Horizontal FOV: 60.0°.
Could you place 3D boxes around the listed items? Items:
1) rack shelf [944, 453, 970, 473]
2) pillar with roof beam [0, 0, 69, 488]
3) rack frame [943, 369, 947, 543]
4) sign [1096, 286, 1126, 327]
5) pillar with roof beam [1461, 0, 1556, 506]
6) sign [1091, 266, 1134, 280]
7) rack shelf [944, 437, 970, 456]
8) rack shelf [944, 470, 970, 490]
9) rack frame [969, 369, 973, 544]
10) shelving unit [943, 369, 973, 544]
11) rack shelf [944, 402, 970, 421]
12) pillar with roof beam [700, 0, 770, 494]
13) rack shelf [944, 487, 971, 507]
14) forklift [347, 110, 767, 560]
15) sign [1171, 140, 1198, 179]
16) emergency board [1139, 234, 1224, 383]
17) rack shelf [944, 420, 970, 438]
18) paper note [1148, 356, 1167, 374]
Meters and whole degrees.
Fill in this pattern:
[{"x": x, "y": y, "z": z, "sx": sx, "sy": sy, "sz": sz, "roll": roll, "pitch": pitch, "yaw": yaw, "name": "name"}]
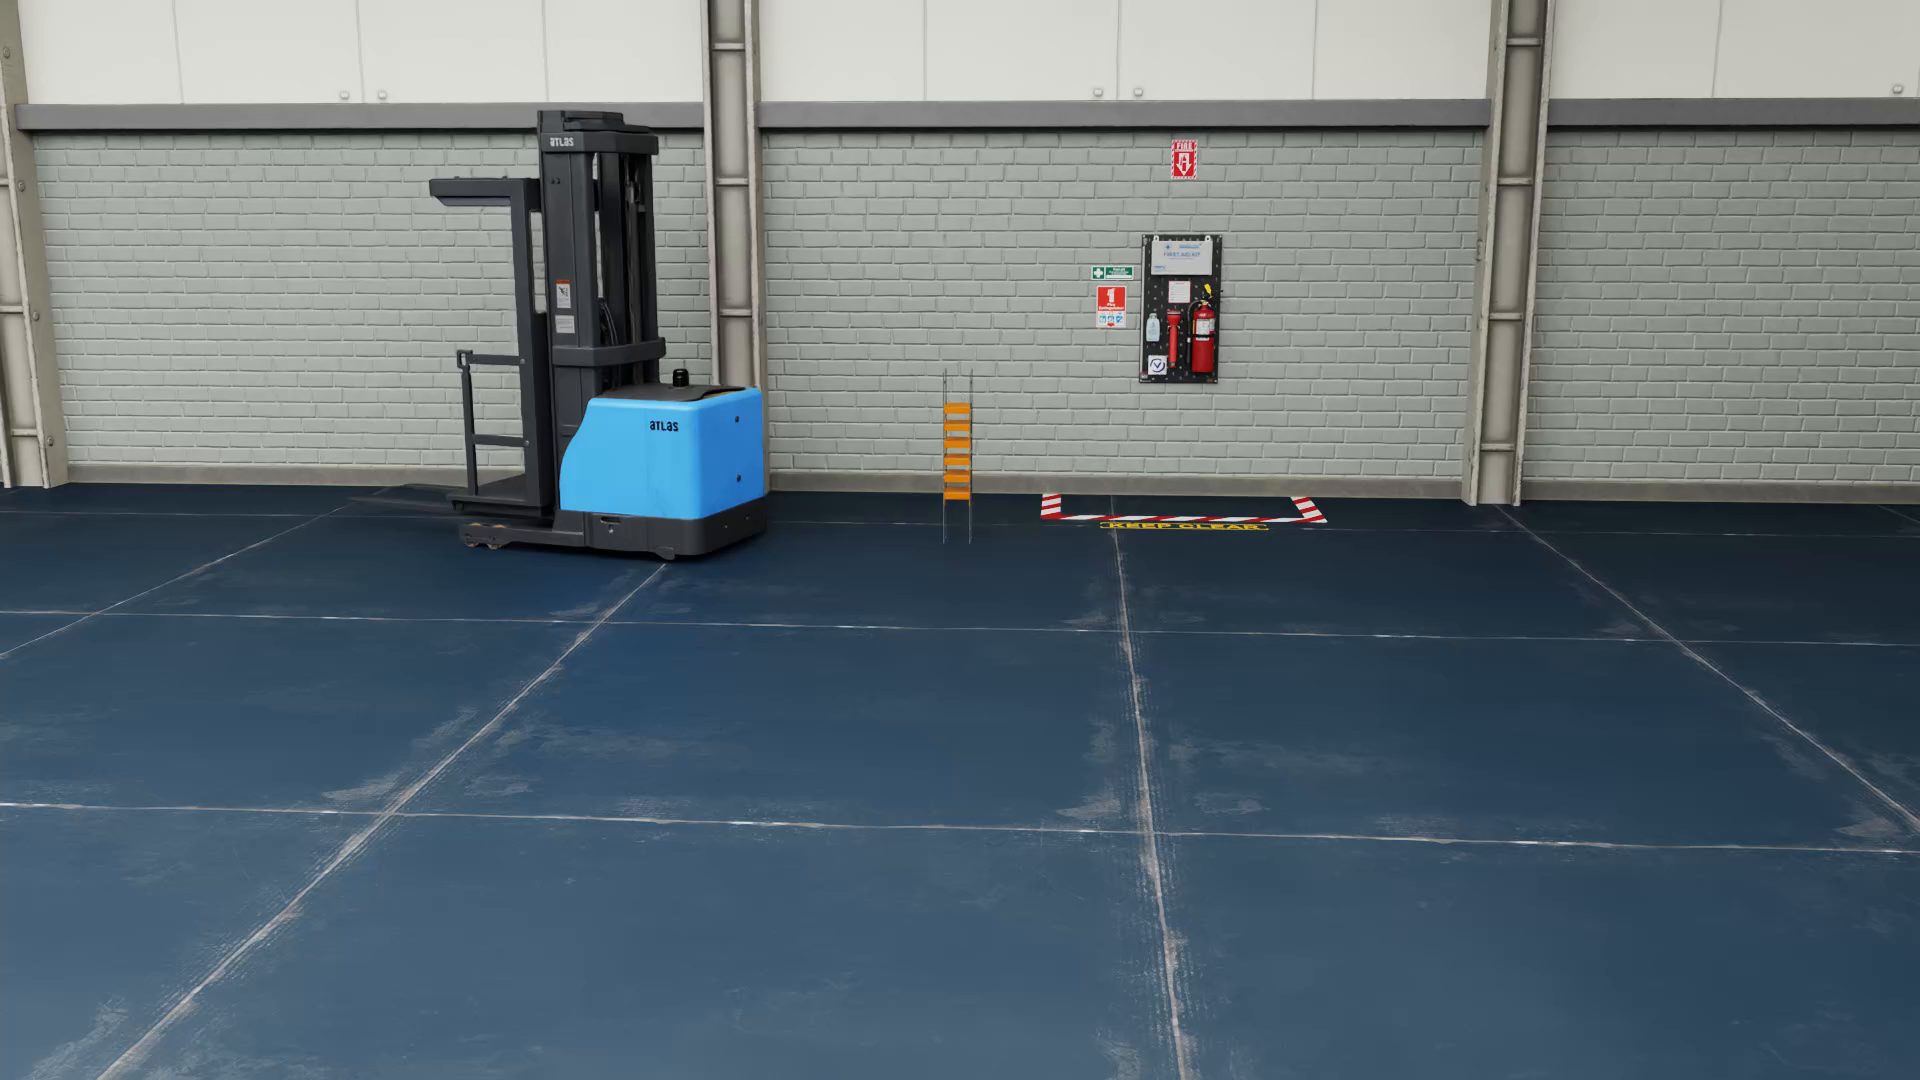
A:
[{"x": -0.014, "y": -0.544, "z": 11.655, "sx": 0.180, "sy": 0.103, "sz": 0.258, "roll": 1, "pitch": 12, "yaw": 4, "name": "rack shelf"}, {"x": -8.049, "y": -3.991, "z": 8.869, "sx": 0.400, "sy": 9.000, "sz": 9.100, "roll": 1, "pitch": 12, "yaw": 4, "name": "pillar with roof beam"}, {"x": -0.106, "y": -0.589, "z": 11.652, "sx": 0.006, "sy": 1.200, "sz": 0.240, "roll": 1, "pitch": 12, "yaw": 4, "name": "rack frame"}, {"x": 1.204, "y": -1.858, "z": 13.235, "sx": 0.234, "sy": 0.329, "sz": 0.001, "roll": 1, "pitch": 12, "yaw": 4, "name": "sign"}, {"x": 3.924, "y": -3.827, "z": 8.084, "sx": 0.400, "sy": 9.000, "sz": 9.100, "roll": 1, "pitch": 12, "yaw": 4, "name": "pillar with roof beam"}, {"x": 1.208, "y": -2.115, "z": 13.172, "sx": 0.331, "sy": 0.109, "sz": 0.001, "roll": 1, "pitch": 12, "yaw": 4, "name": "sign"}, {"x": -0.014, "y": -0.661, "z": 11.631, "sx": 0.180, "sy": 0.103, "sz": 0.258, "roll": 1, "pitch": 12, "yaw": 4, "name": "rack shelf"}, {"x": -0.014, "y": -0.427, "z": 11.680, "sx": 0.180, "sy": 0.103, "sz": 0.258, "roll": 1, "pitch": 12, "yaw": 4, "name": "rack shelf"}, {"x": 0.077, "y": -0.586, "z": 11.640, "sx": 0.006, "sy": 1.200, "sz": 0.240, "roll": 1, "pitch": 12, "yaw": 4, "name": "rack frame"}, {"x": -0.014, "y": -0.587, "z": 11.646, "sx": 0.189, "sy": 1.200, "sz": 0.258, "roll": 1, "pitch": 12, "yaw": 4, "name": "shelving unit"}, {"x": -0.014, "y": -0.896, "z": 11.582, "sx": 0.180, "sy": 0.103, "sz": 0.258, "roll": 1, "pitch": 12, "yaw": 4, "name": "rack shelf"}, {"x": -2.063, "y": -3.909, "z": 8.477, "sx": 0.400, "sy": 9.000, "sz": 9.100, "roll": 1, "pitch": 12, "yaw": 4, "name": "pillar with roof beam"}, {"x": -0.014, "y": -0.309, "z": 11.704, "sx": 0.180, "sy": 0.103, "sz": 0.258, "roll": 1, "pitch": 12, "yaw": 4, "name": "rack shelf"}, {"x": -2.937, "y": -1.468, "z": 11.625, "sx": 3.031, "sy": 2.935, "sz": 1.130, "roll": 5, "pitch": 13, "yaw": 21, "name": "forklift"}, {"x": 1.747, "y": -2.967, "z": 12.962, "sx": 0.199, "sy": 0.298, "sz": 0.001, "roll": 1, "pitch": 12, "yaw": 4, "name": "sign"}, {"x": 1.748, "y": -1.811, "z": 13.102, "sx": 0.643, "sy": 1.169, "sz": 0.194, "roll": 1, "pitch": 12, "yaw": 4, "name": "emergency board"}, {"x": -0.014, "y": -0.779, "z": 11.606, "sx": 0.180, "sy": 0.103, "sz": 0.258, "roll": 1, "pitch": 12, "yaw": 4, "name": "rack shelf"}, {"x": 1.576, "y": -1.397, "z": 13.271, "sx": 0.142, "sy": 0.148, "sz": 0.016, "roll": 1, "pitch": 12, "yaw": 4, "name": "paper note"}]
